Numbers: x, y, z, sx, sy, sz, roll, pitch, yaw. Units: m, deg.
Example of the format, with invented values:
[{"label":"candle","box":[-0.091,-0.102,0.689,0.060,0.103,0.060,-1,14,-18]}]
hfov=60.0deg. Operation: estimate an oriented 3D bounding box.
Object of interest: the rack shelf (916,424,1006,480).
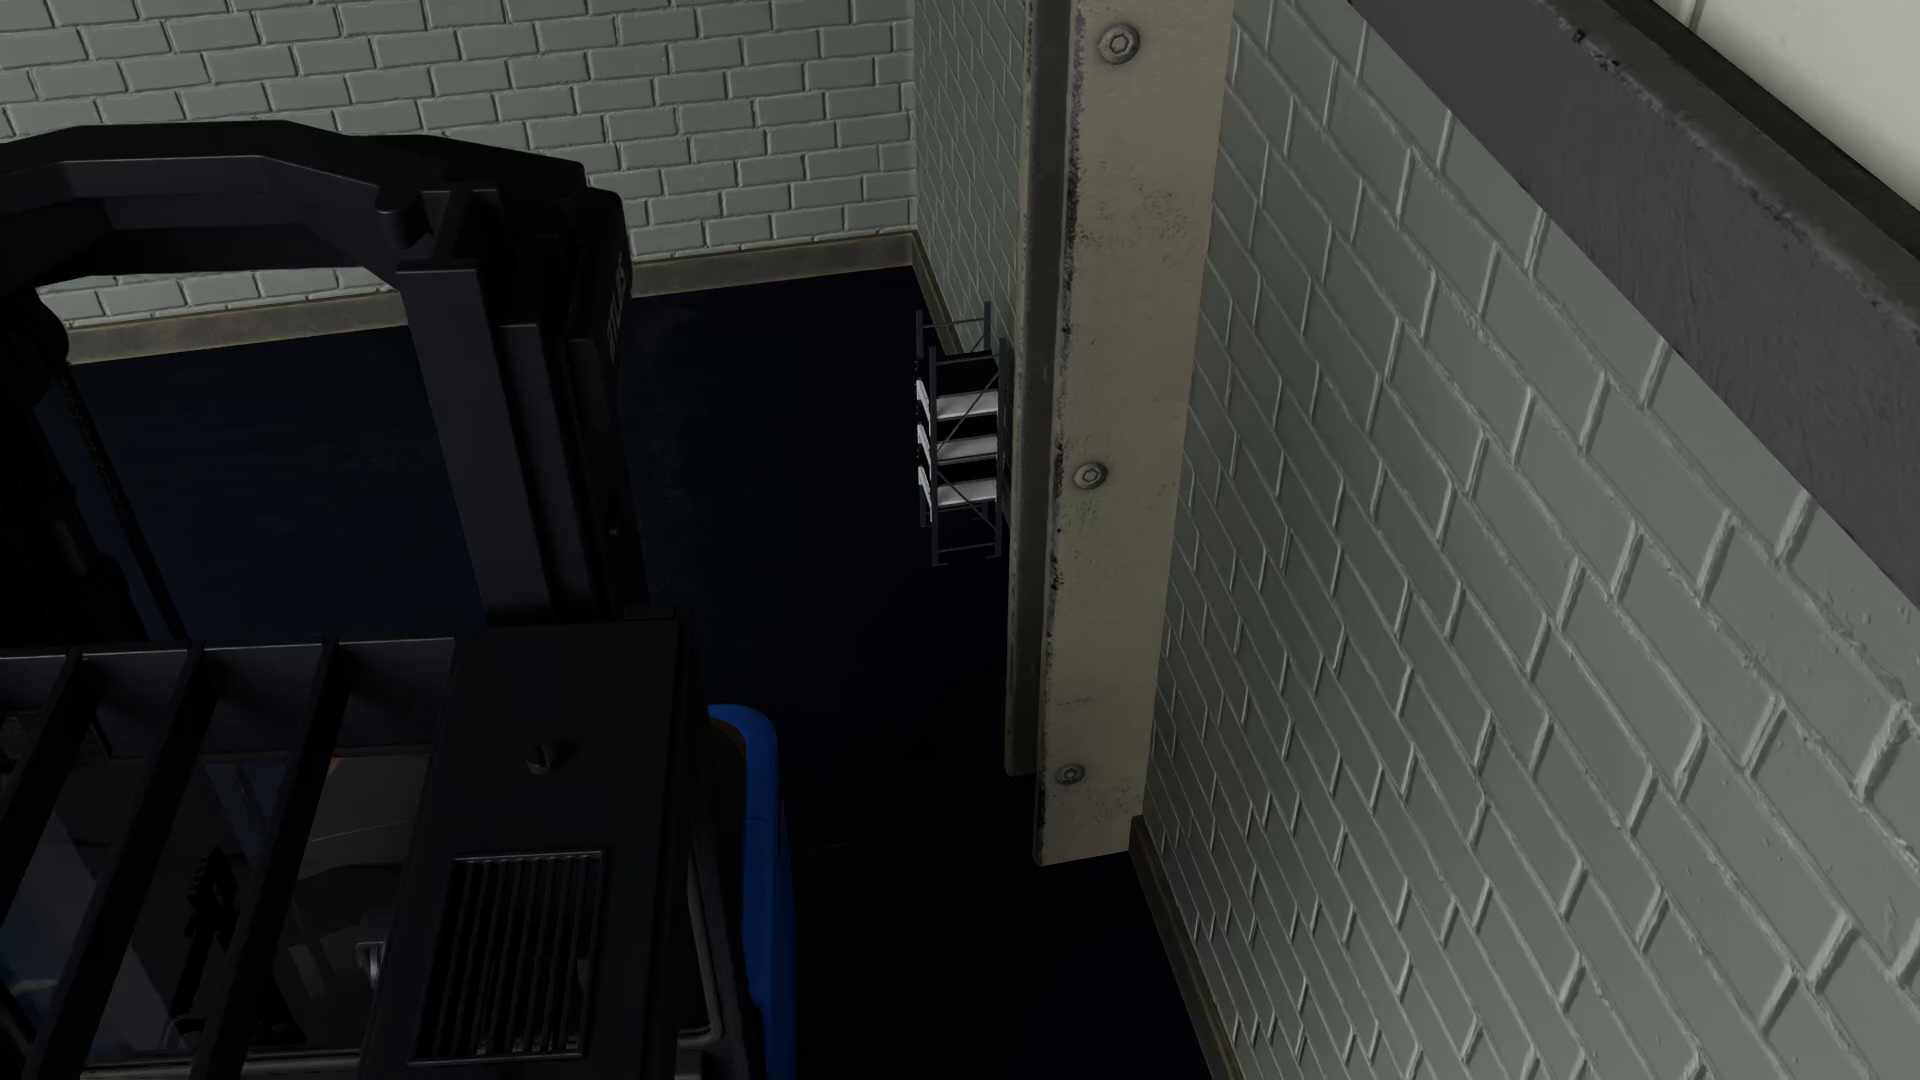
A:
[{"label":"rack shelf","box":[0.002,-0.306,5.467,0.258,0.077,0.200,-8,42,-9]}]

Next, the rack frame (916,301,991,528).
[{"label":"rack frame","box":[-0.020,-0.397,5.520,0.240,0.900,0.006,-8,42,-9]}]

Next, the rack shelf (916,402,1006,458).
[{"label":"rack shelf","box":[0.002,-0.374,5.408,0.258,0.077,0.200,-8,42,-9]}]

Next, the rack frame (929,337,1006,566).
[{"label":"rack frame","box":[0.024,-0.265,5.371,0.240,0.900,0.006,-8,42,-9]}]

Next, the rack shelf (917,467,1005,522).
[{"label":"rack shelf","box":[0.002,-0.172,5.587,0.258,0.077,0.200,-8,42,-9]}]

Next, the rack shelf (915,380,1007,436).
[{"label":"rack shelf","box":[0.002,-0.441,5.348,0.258,0.077,0.200,-8,42,-9]}]

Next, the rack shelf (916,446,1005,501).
[{"label":"rack shelf","box":[0.002,-0.239,5.527,0.258,0.077,0.200,-8,42,-9]}]

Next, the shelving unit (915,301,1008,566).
[{"label":"shelving unit","box":[0.002,-0.331,5.445,0.258,0.900,0.210,-8,42,-9]}]

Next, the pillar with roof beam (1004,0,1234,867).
[{"label":"pillar with roof beam","box":[-3.880,-1.974,1.195,9.100,9.000,0.400,-8,42,-9]}]

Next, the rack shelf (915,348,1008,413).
[{"label":"rack shelf","box":[0.002,-0.508,5.288,0.258,0.077,0.200,-8,42,-9]}]

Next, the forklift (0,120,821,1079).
[{"label":"forklift","box":[-0.828,1.066,2.341,1.130,2.935,3.031,-2,42,-3]}]
